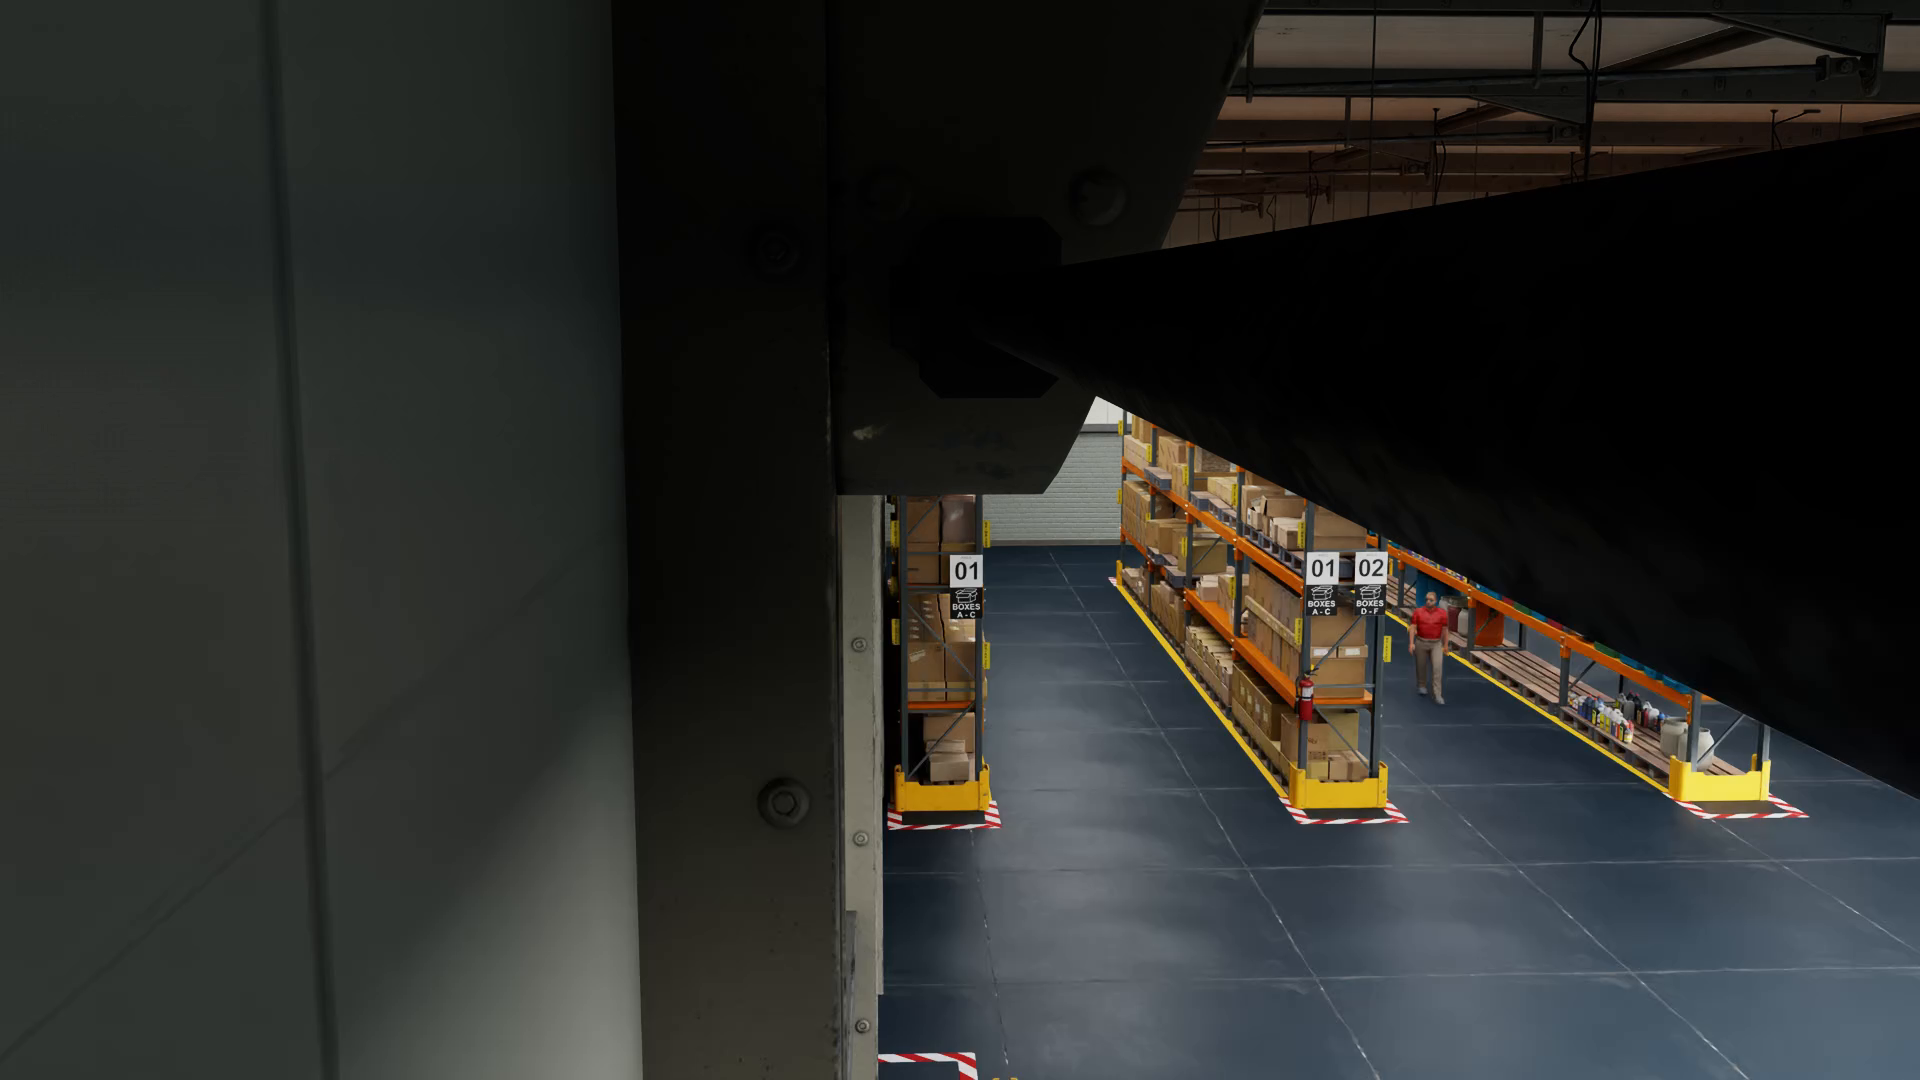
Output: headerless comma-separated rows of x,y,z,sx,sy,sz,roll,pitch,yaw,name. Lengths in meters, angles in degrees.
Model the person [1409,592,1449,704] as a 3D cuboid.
7.341,1.653,26.017,0.610,1.666,1.007,2,9,14,person
